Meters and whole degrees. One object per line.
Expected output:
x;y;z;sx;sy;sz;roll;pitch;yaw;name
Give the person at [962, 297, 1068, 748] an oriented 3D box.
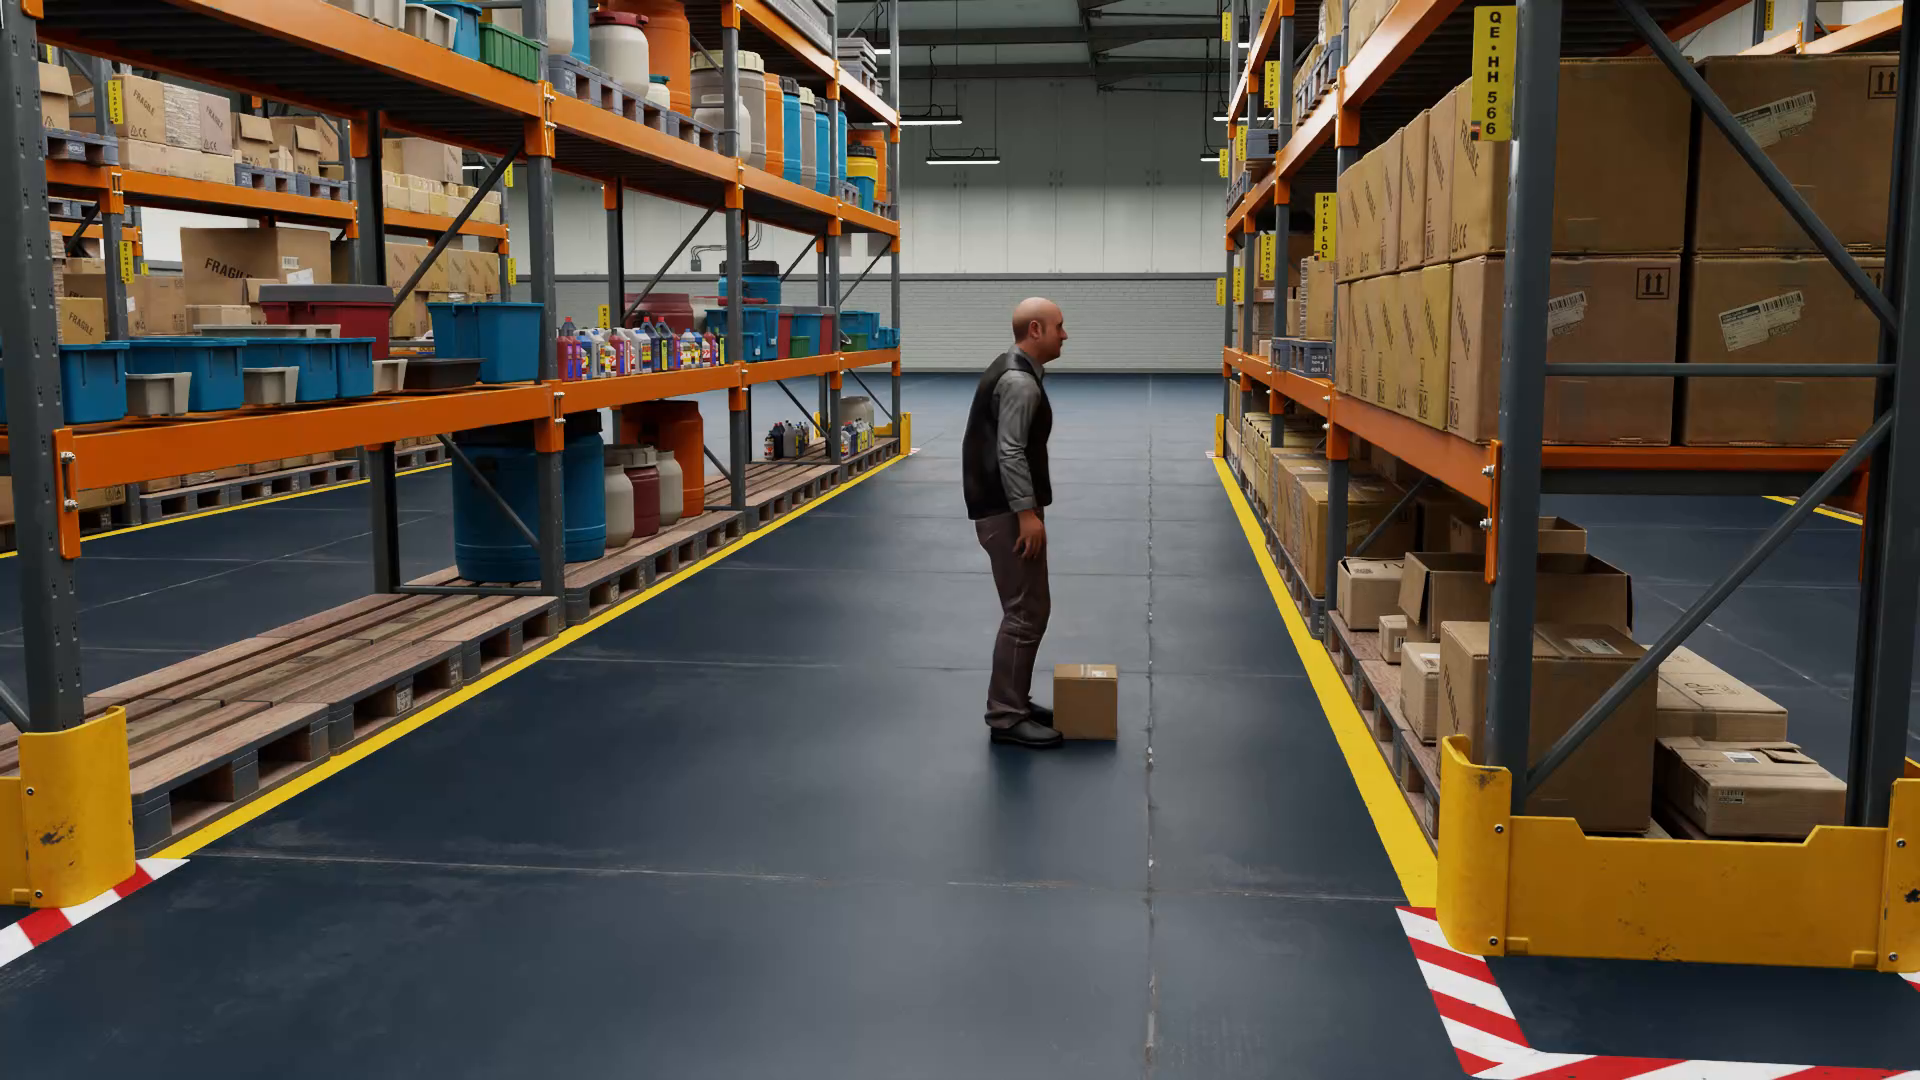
0.218;-0.089;6.558;0.418;1.721;0.593;0;8;3;person
